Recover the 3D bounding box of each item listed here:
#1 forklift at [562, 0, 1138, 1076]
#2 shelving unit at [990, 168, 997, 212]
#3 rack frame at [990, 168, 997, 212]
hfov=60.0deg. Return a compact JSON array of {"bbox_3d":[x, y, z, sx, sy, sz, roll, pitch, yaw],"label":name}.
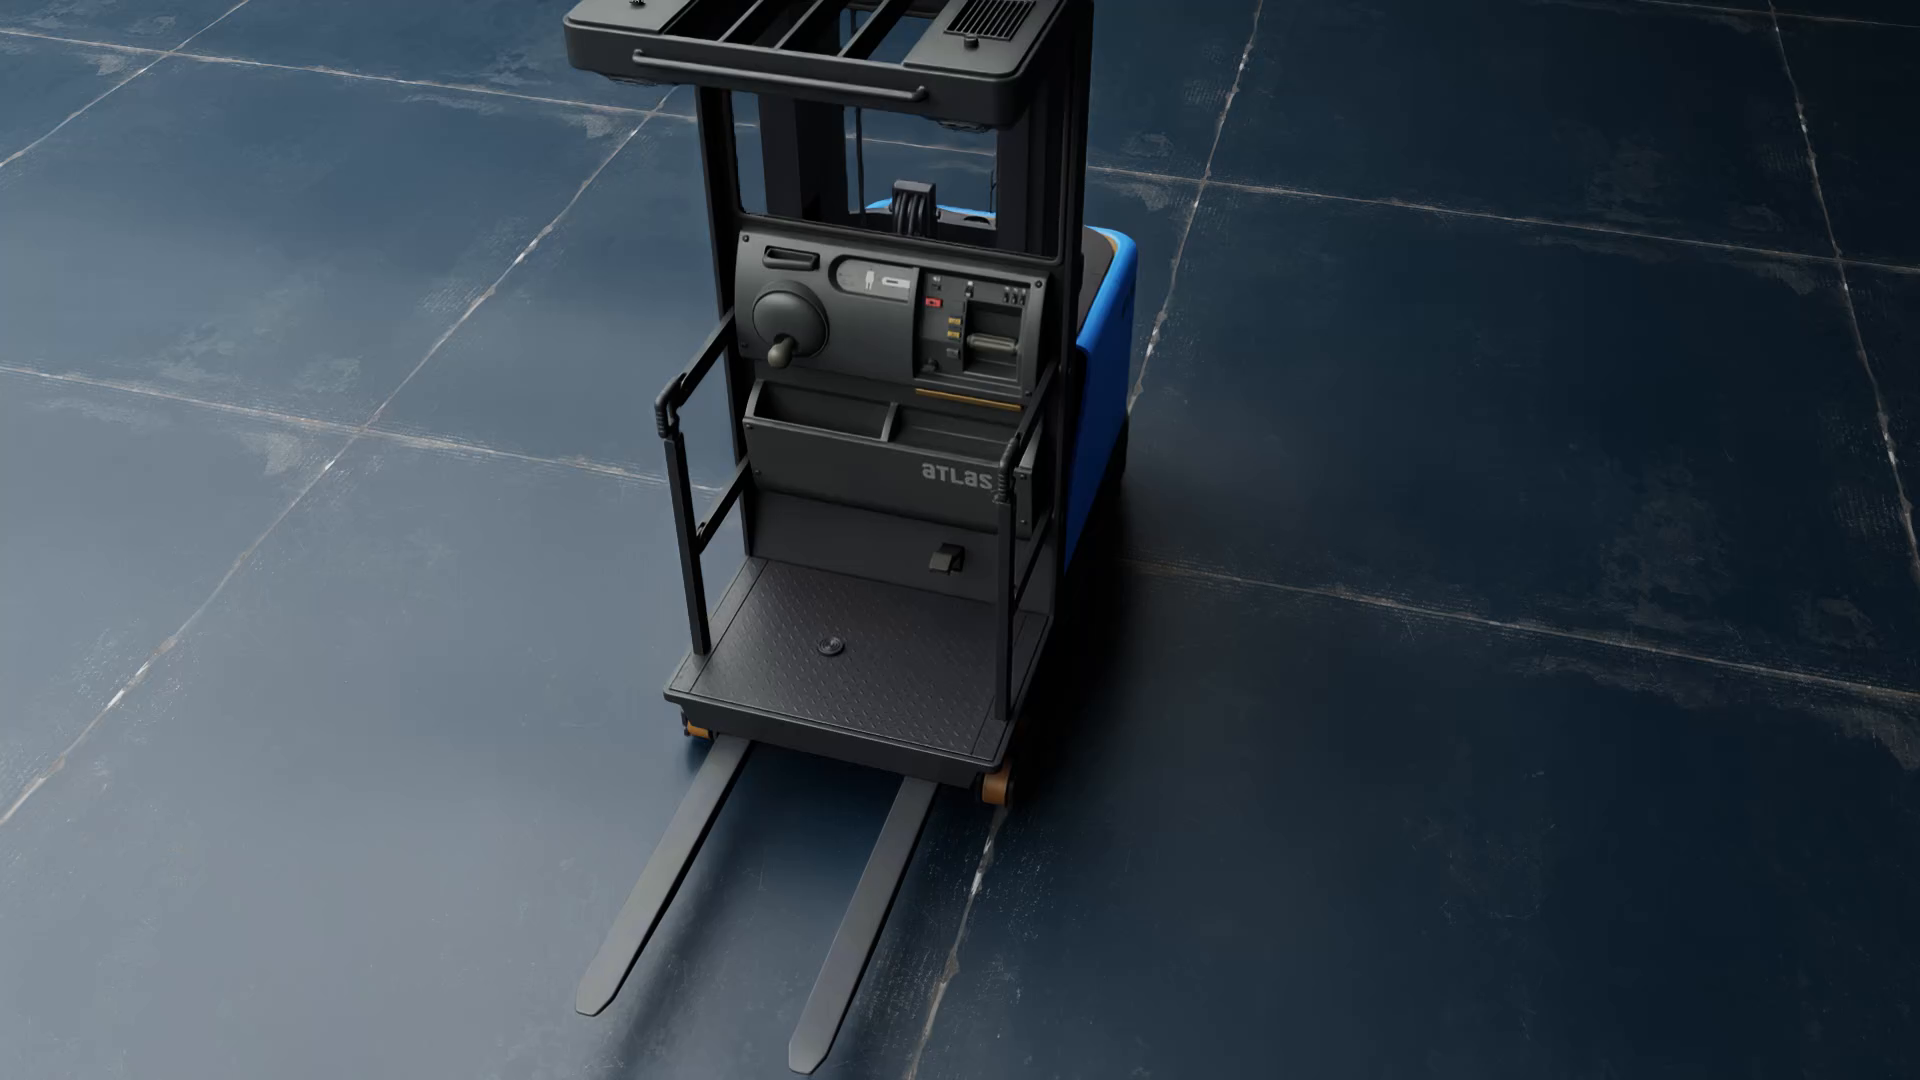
[{"bbox_3d":[-0.269,-0.572,4.652,1.130,2.935,3.031,11,41,13],"label":"forklift"},{"bbox_3d":[0.233,-0.926,6.420,0.189,1.200,0.258,10,41,12],"label":"shelving unit"},{"bbox_3d":[0.145,-0.941,6.438,0.006,1.200,0.240,10,41,12],"label":"rack frame"}]
